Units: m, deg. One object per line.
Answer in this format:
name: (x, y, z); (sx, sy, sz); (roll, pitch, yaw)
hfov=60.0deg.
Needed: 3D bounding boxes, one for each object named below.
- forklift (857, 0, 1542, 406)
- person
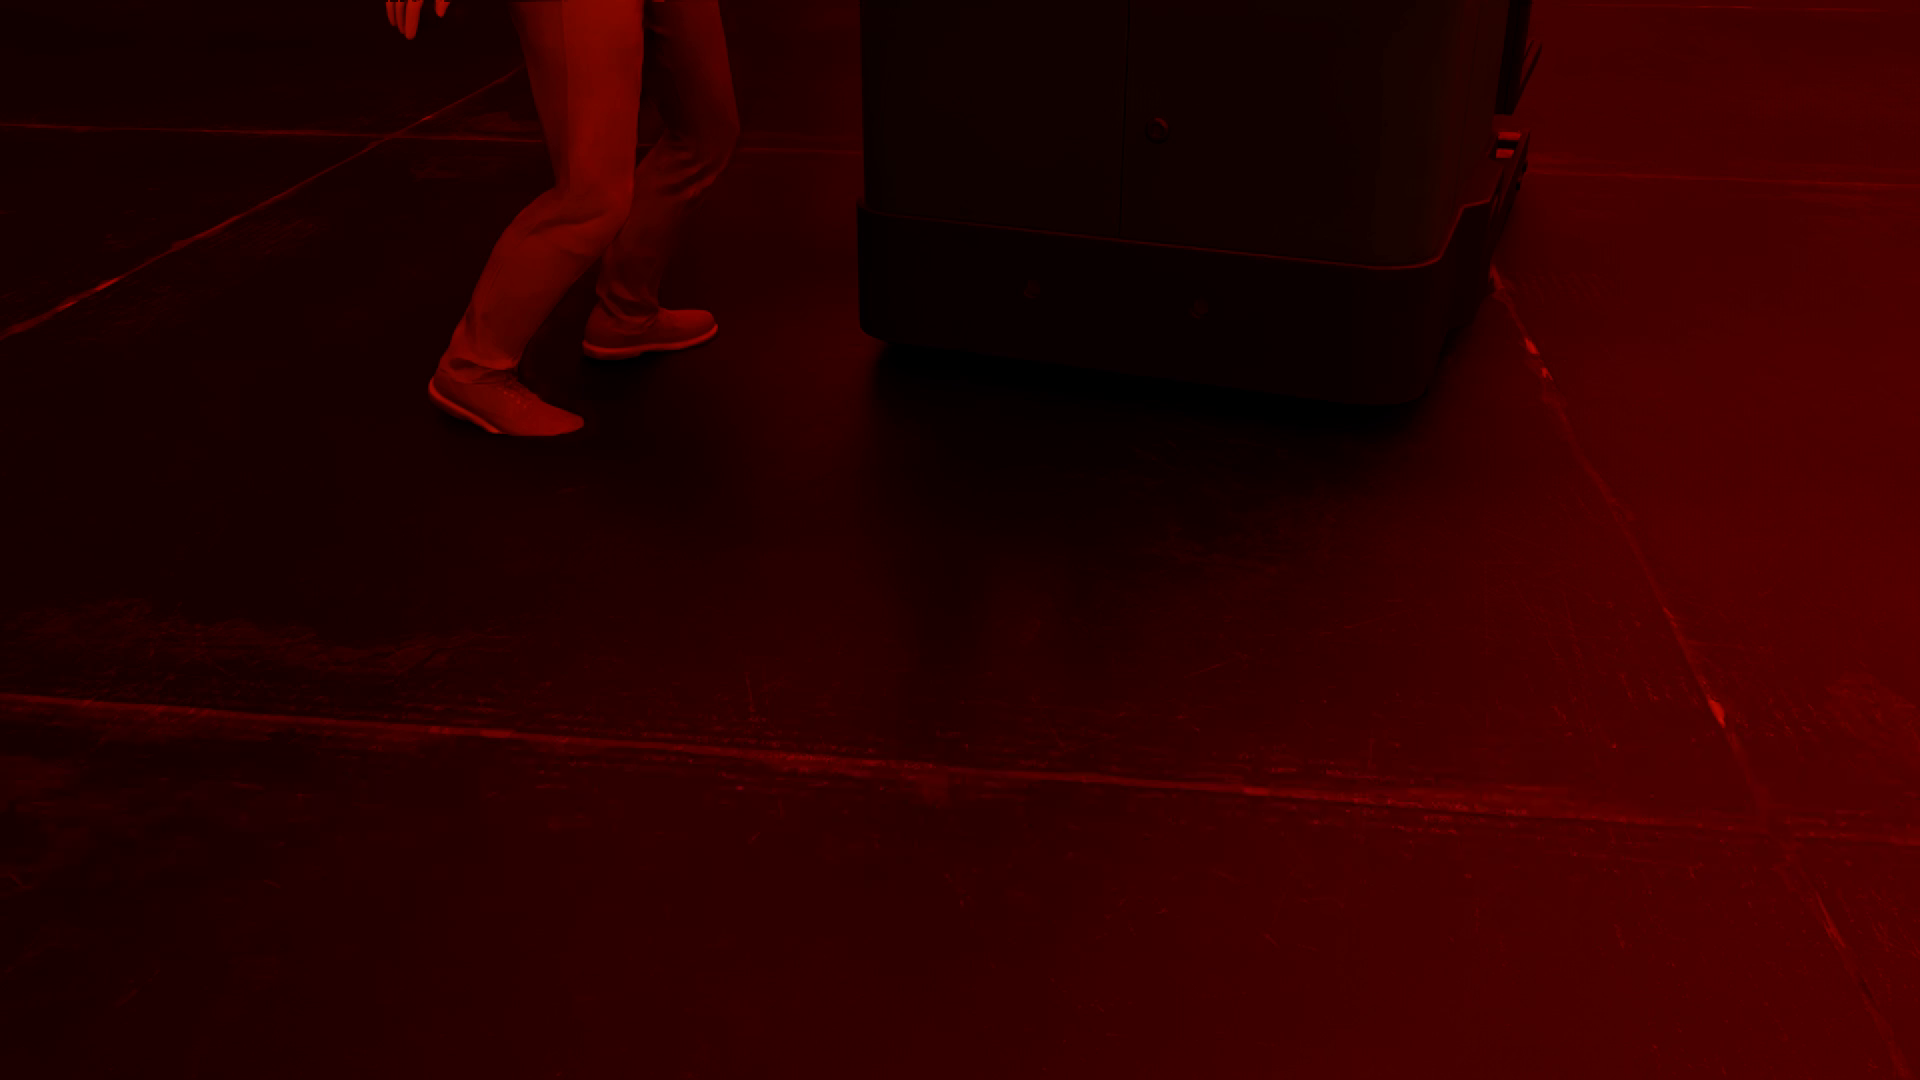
forklift: (0.821, -2.172, 3.570); (1.130, 2.935, 3.031); (10, 28, 19)
person: (-0.671, -0.950, 2.661); (0.463, 1.626, 0.815); (5, 27, 11)
